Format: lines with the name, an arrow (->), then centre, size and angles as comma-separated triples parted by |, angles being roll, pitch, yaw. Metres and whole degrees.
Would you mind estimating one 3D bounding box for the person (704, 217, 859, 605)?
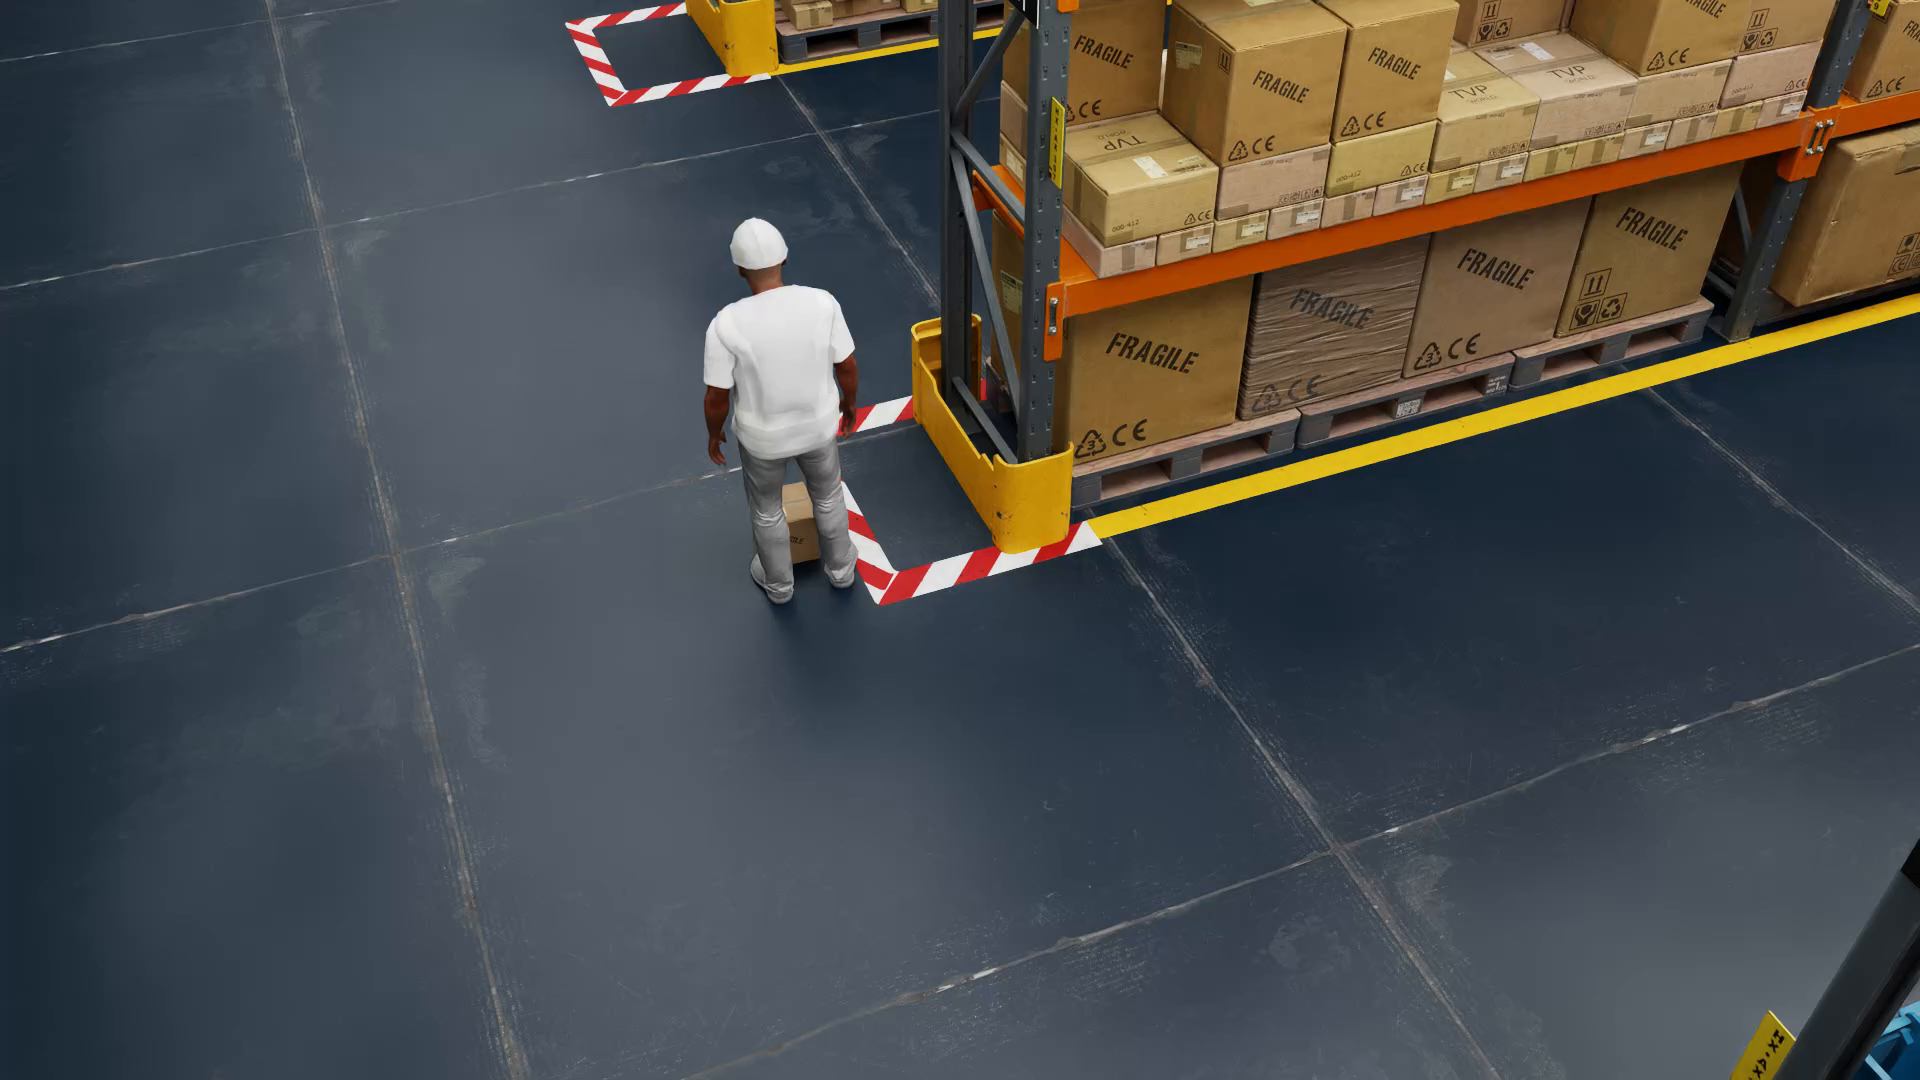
person -> -0.711, -0.483, 6.691 | 0.635, 1.761, 0.454 | -13, 43, -15
